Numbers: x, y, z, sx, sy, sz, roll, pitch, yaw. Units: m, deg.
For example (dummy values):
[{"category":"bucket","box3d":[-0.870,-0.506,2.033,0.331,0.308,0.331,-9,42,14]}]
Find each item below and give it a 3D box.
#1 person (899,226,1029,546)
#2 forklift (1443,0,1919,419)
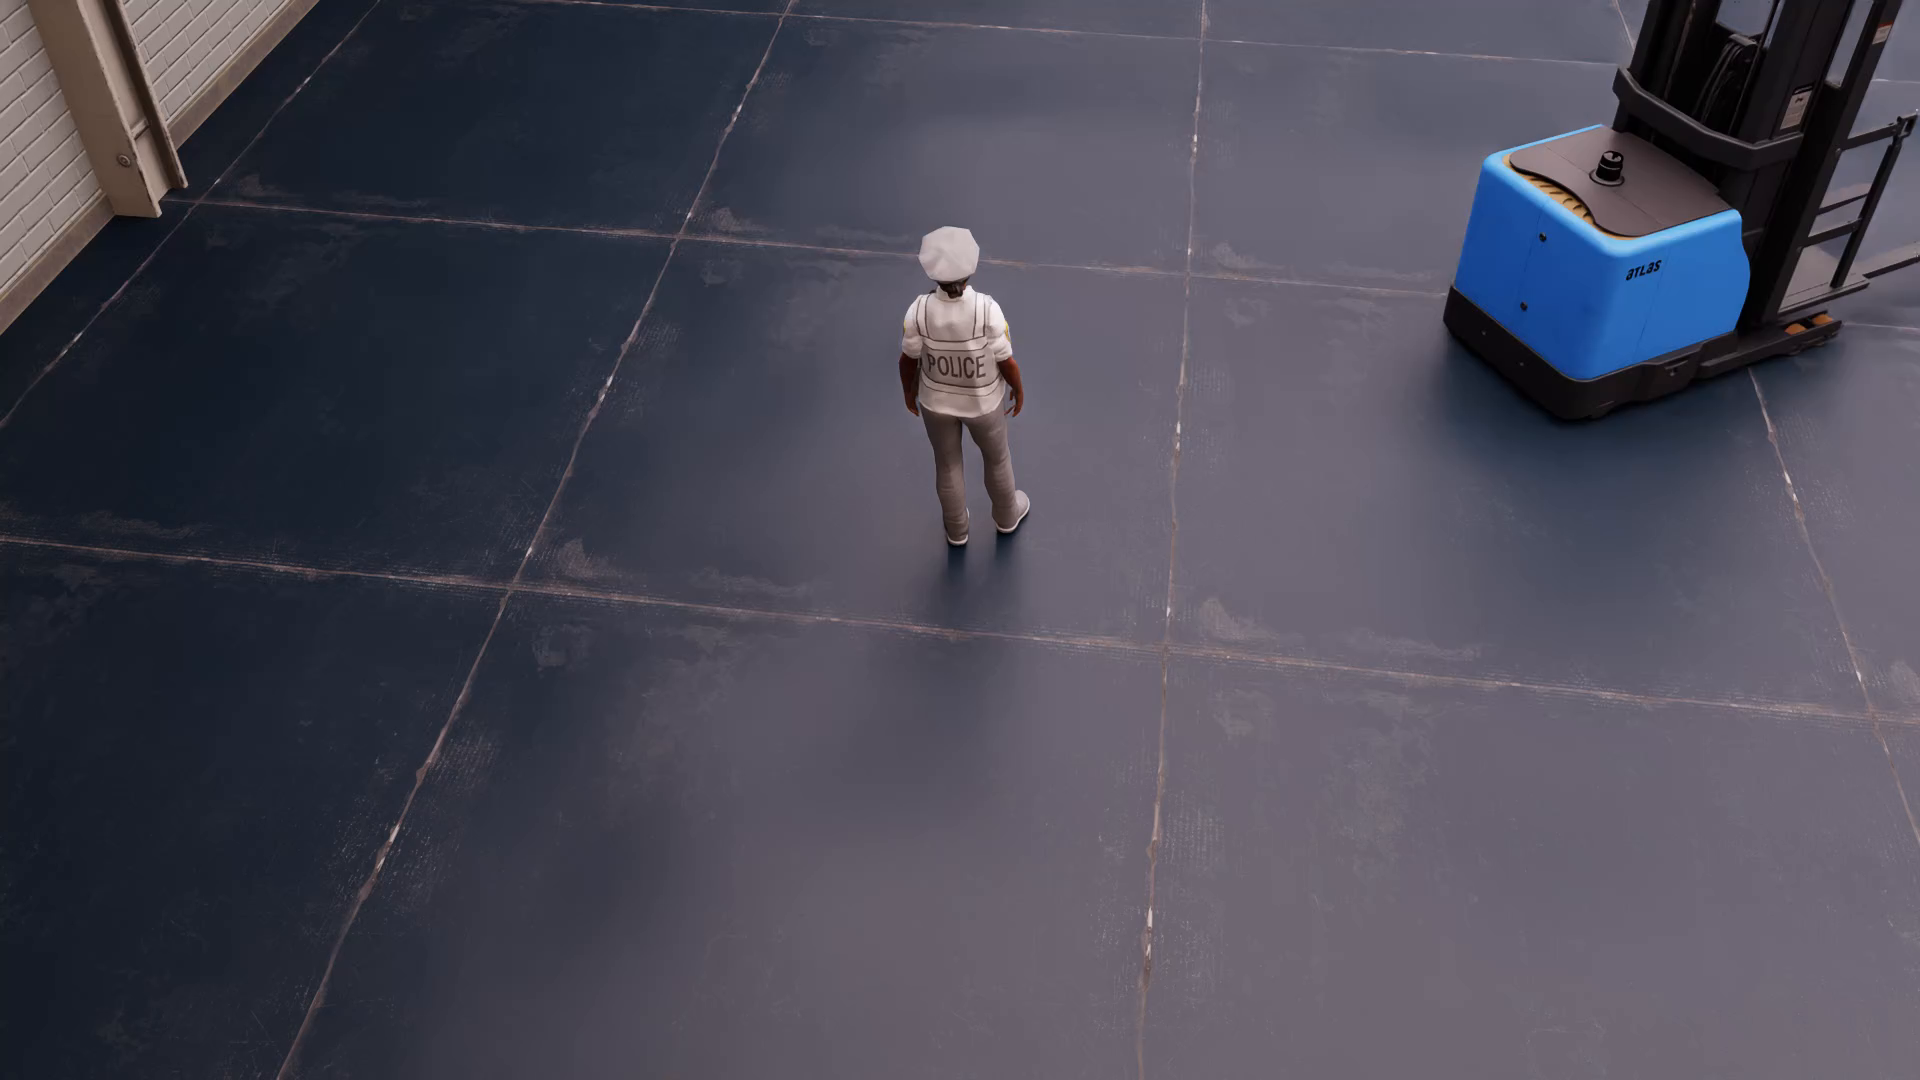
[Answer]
[{"category":"person","box3d":[0.030,-0.678,7.366,0.569,1.695,0.528,5,43,6]},{"category":"forklift","box3d":[4.194,-2.382,8.317,3.031,2.935,1.130,-18,46,-19]}]
